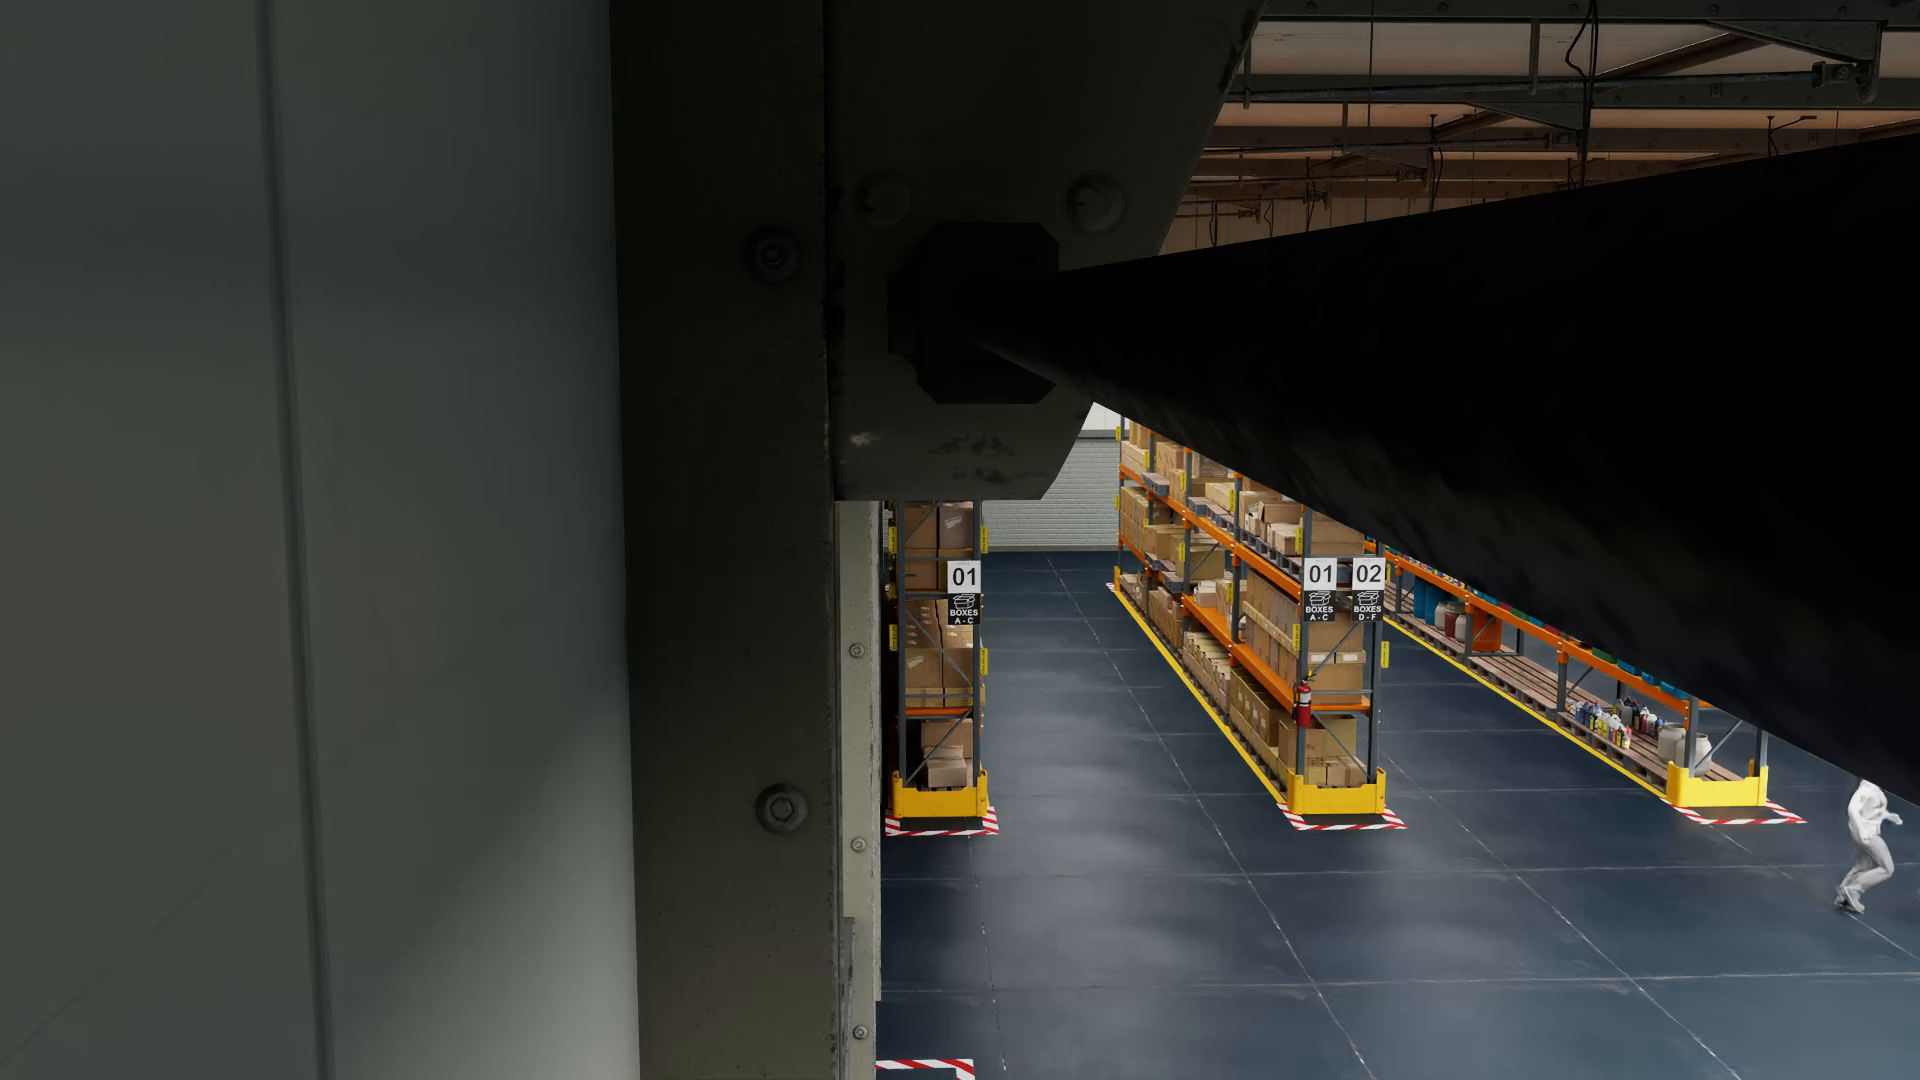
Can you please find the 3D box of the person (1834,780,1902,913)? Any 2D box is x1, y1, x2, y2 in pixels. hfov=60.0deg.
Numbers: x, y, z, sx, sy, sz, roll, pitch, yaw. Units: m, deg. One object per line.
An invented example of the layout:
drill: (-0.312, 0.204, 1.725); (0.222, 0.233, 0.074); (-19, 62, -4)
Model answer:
person: (9.439, 3.041, 17.225); (0.577, 1.666, 0.624); (3, 9, 22)
